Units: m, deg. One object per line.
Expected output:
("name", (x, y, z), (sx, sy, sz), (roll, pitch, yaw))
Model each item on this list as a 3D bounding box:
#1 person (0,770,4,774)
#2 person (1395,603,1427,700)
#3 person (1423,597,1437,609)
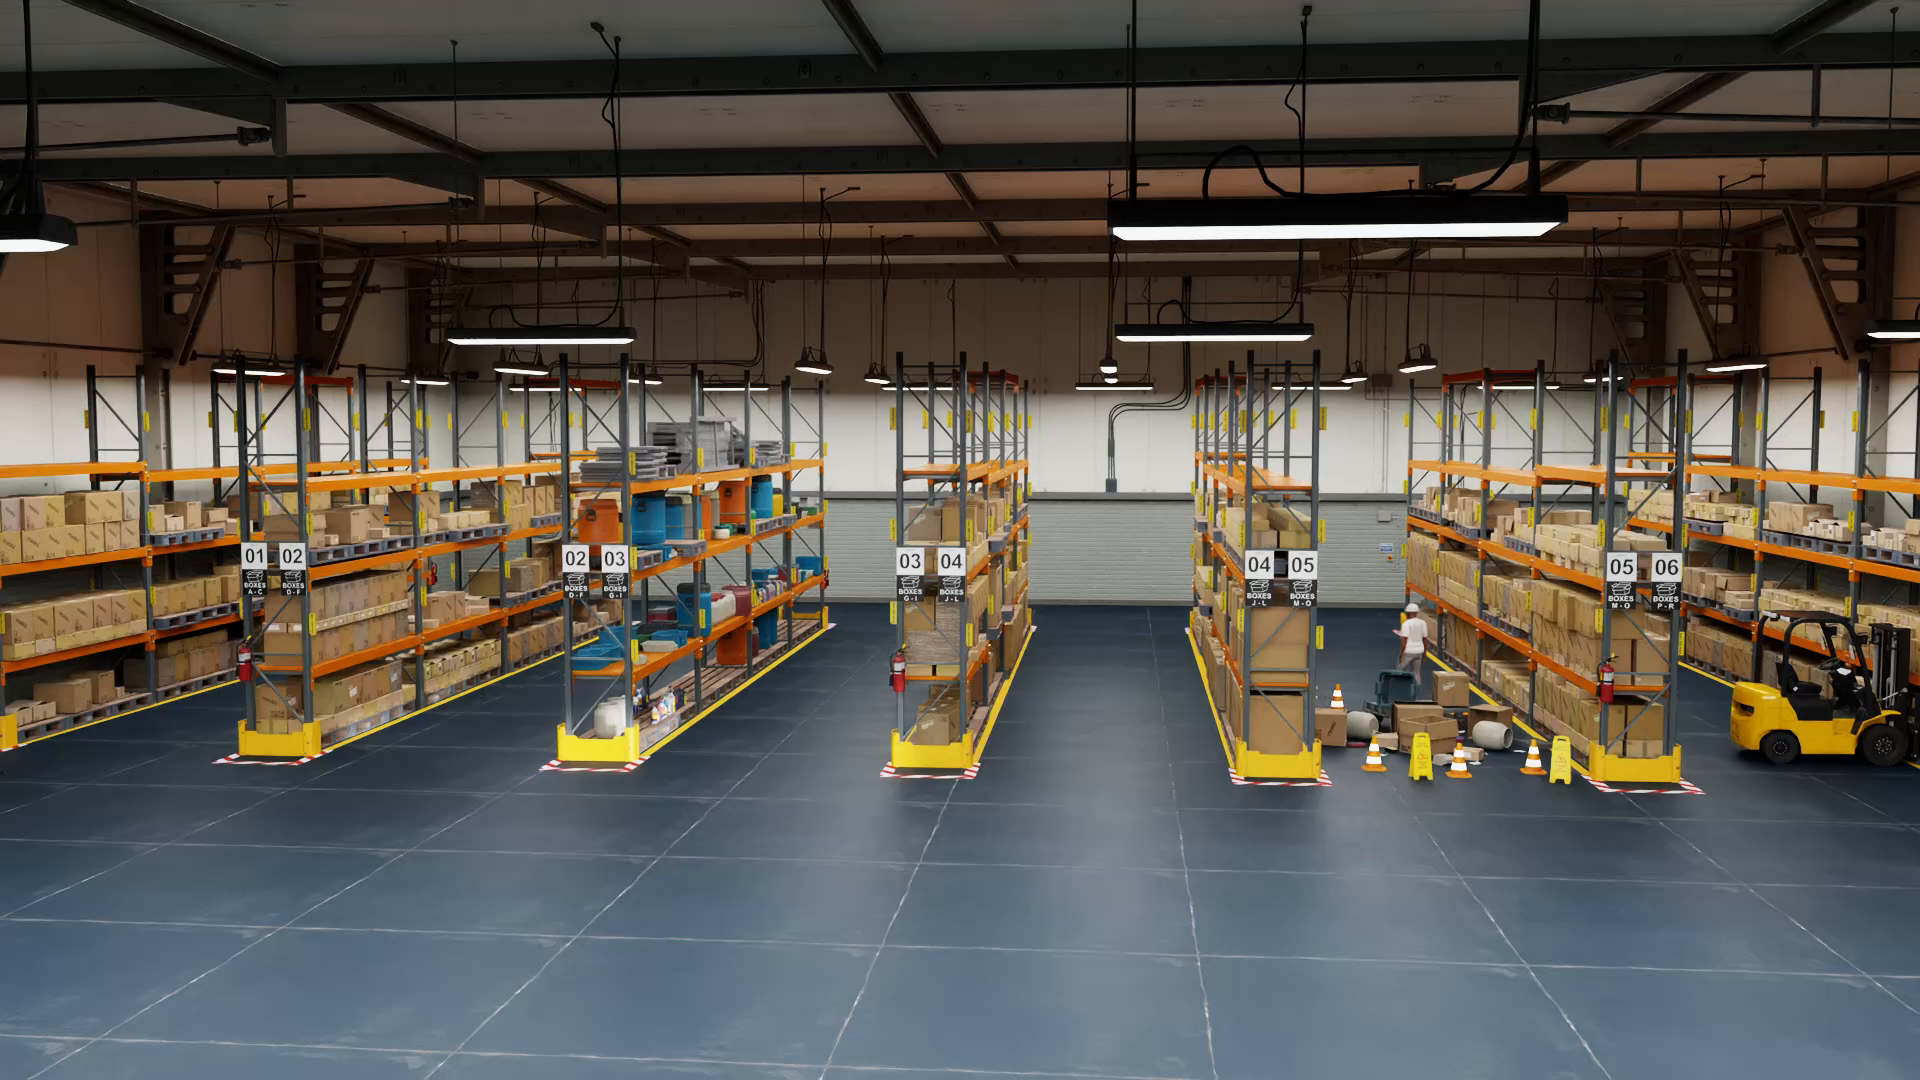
("person", (-13.953, 2.456, 23.309), (1.099, 1.709, 0.563), (0, 4, 1))
("person", (8.050, 2.019, 29.646), (0.612, 1.774, 0.398), (-2, 4, -24))
("person", (11.974, 1.124, 42.037), (0.617, 1.755, 0.559), (-1, 4, -12))
